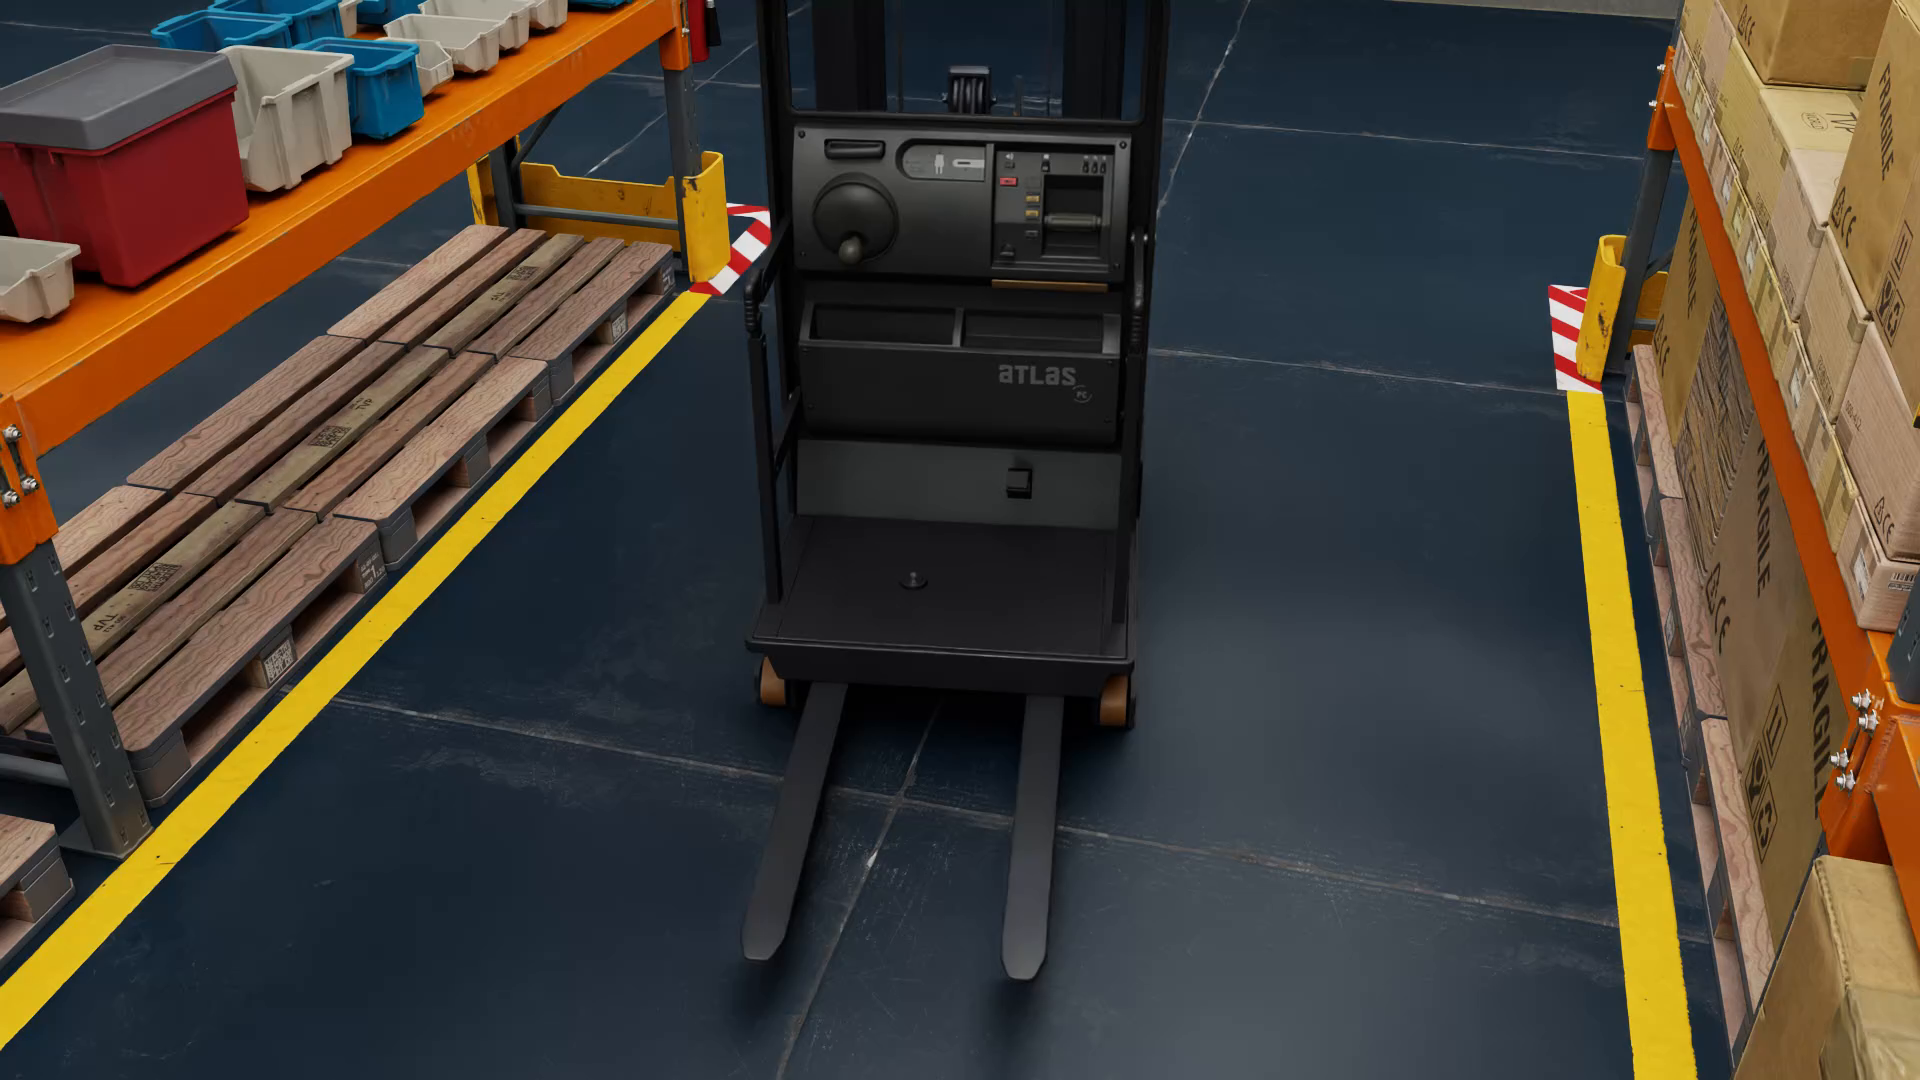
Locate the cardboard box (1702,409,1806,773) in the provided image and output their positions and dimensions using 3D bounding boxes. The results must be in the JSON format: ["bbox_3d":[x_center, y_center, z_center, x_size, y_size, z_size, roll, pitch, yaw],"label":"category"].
[{"bbox_3d":[2.582,0.083,4.413,0.875,0.875,0.875,8,33,12],"label":"cardboard box"}]

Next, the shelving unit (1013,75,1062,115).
[{"bbox_3d":[0.245,-1.103,6.366,0.258,1.200,0.503,10,34,16],"label":"shelving unit"}]

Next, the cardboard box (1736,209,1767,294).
[{"bbox_3d":[2.261,-0.734,4.342,0.380,0.149,0.250,9,33,13],"label":"cardboard box"}]

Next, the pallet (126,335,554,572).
[{"bbox_3d":[-2.225,-0.357,6.115,1.003,0.211,1.213,8,33,12],"label":"pallet"}]

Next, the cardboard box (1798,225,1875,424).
[{"bbox_3d":[2.096,-0.434,3.499,0.500,0.250,0.500,9,34,14],"label":"cardboard box"}]

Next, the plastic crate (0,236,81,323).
[{"bbox_3d":[-2.426,-0.648,4.164,0.396,0.136,0.243,8,33,12],"label":"plastic crate"}]

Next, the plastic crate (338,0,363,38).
[{"bbox_3d":[-2.382,-1.911,6.151,0.250,0.136,0.298,8,33,12],"label":"plastic crate"}]

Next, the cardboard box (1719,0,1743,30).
[{"bbox_3d":[2.614,-1.820,4.981,0.500,0.500,0.500,7,33,11],"label":"cardboard box"}]

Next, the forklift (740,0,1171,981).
[{"bbox_3d":[-0.018,-0.878,4.399,1.130,2.935,3.031,3,33,5],"label":"forklift"}]

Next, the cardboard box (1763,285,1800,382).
[{"bbox_3d":[2.130,-0.469,3.926,0.380,0.149,0.250,9,33,13],"label":"cardboard box"}]

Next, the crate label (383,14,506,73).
[{"bbox_3d":[-1.833,-1.758,5.909,0.396,0.136,0.243,8,33,12],"label":"crate label"}]

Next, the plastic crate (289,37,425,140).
[{"bbox_3d":[-1.940,-1.442,5.322,0.416,0.233,0.300,8,33,12],"label":"plastic crate"}]

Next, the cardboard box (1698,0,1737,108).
[{"bbox_3d":[2.615,-1.493,5.165,0.500,0.250,0.500,8,33,12],"label":"cardboard box"}]

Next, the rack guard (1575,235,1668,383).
[{"bbox_3d":[3.130,-0.871,6.654,1.175,0.500,0.348,8,33,12],"label":"rack guard"}]

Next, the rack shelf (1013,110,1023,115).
[{"bbox_3d":[0.245,-1.434,6.155,0.258,0.148,0.480,10,34,16],"label":"rack shelf"}]

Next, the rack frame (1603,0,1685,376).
[{"bbox_3d":[3.124,-1.914,5.964,1.000,3.000,0.127,8,33,12],"label":"rack frame"}]

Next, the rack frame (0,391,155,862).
[{"bbox_3d":[-2.682,-0.512,3.760,1.000,3.000,0.127,8,33,12],"label":"rack frame"}]

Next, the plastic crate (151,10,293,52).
[{"bbox_3d":[-2.458,-1.620,5.603,0.416,0.233,0.300,8,33,12],"label":"plastic crate"}]

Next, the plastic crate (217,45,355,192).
[{"bbox_3d":[-2.116,-1.255,4.982,0.437,0.282,0.530,8,33,12],"label":"plastic crate"}]

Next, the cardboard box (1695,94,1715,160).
[{"bbox_3d":[2.521,-1.267,5.180,0.380,0.149,0.250,8,33,12],"label":"cardboard box"}]

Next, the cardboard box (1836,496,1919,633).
[{"bbox_3d":[1.869,0.065,3.085,0.380,0.149,0.250,8,33,13],"label":"cardboard box"}]

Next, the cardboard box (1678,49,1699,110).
[{"bbox_3d":[2.651,-1.535,5.603,0.380,0.149,0.250,8,33,12],"label":"cardboard box"}]

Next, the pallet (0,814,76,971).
[{"bbox_3d":[-2.918,1.059,3.887,1.003,0.211,1.213,8,33,12],"label":"pallet"}]

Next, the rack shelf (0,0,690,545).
[{"bbox_3d":[-2.175,-1.246,5.585,1.077,0.370,4.000,8,33,12],"label":"rack shelf"}]

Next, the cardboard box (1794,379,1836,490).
[{"bbox_3d":[2.000,-0.201,3.505,0.380,0.149,0.250,7,33,12],"label":"cardboard box"}]

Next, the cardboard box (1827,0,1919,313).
[{"bbox_3d":[2.098,-0.751,3.299,0.500,0.500,0.500,8,33,13],"label":"cardboard box"}]

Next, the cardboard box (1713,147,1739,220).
[{"bbox_3d":[2.391,-1.001,4.762,0.380,0.149,0.250,8,33,12],"label":"cardboard box"}]

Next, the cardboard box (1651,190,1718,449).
[{"bbox_3d":[3.039,-0.851,5.882,0.875,0.875,0.875,8,33,12],"label":"cardboard box"}]

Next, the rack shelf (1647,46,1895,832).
[{"bbox_3d":[2.616,-0.572,4.525,1.077,0.370,4.000,8,33,12],"label":"rack shelf"}]

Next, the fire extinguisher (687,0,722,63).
[{"bbox_3d":[-1.189,-2.414,7.171,0.296,0.674,0.183,8,33,12],"label":"fire extinguisher"}]

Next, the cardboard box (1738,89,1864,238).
[{"bbox_3d":[2.357,-0.961,4.328,0.500,0.250,0.500,7,33,11],"label":"cardboard box"}]

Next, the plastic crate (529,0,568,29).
[{"bbox_3d":[-1.699,-2.054,6.375,0.396,0.136,0.243,8,33,12],"label":"plastic crate"}]

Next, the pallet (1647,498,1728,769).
[{"bbox_3d":[2.685,0.320,5.050,1.003,0.211,1.213,8,33,12],"label":"pallet"}]

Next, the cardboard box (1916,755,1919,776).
[{"bbox_3d":[1.750,0.325,2.350,0.500,0.500,0.500,8,33,13],"label":"cardboard box"}]
